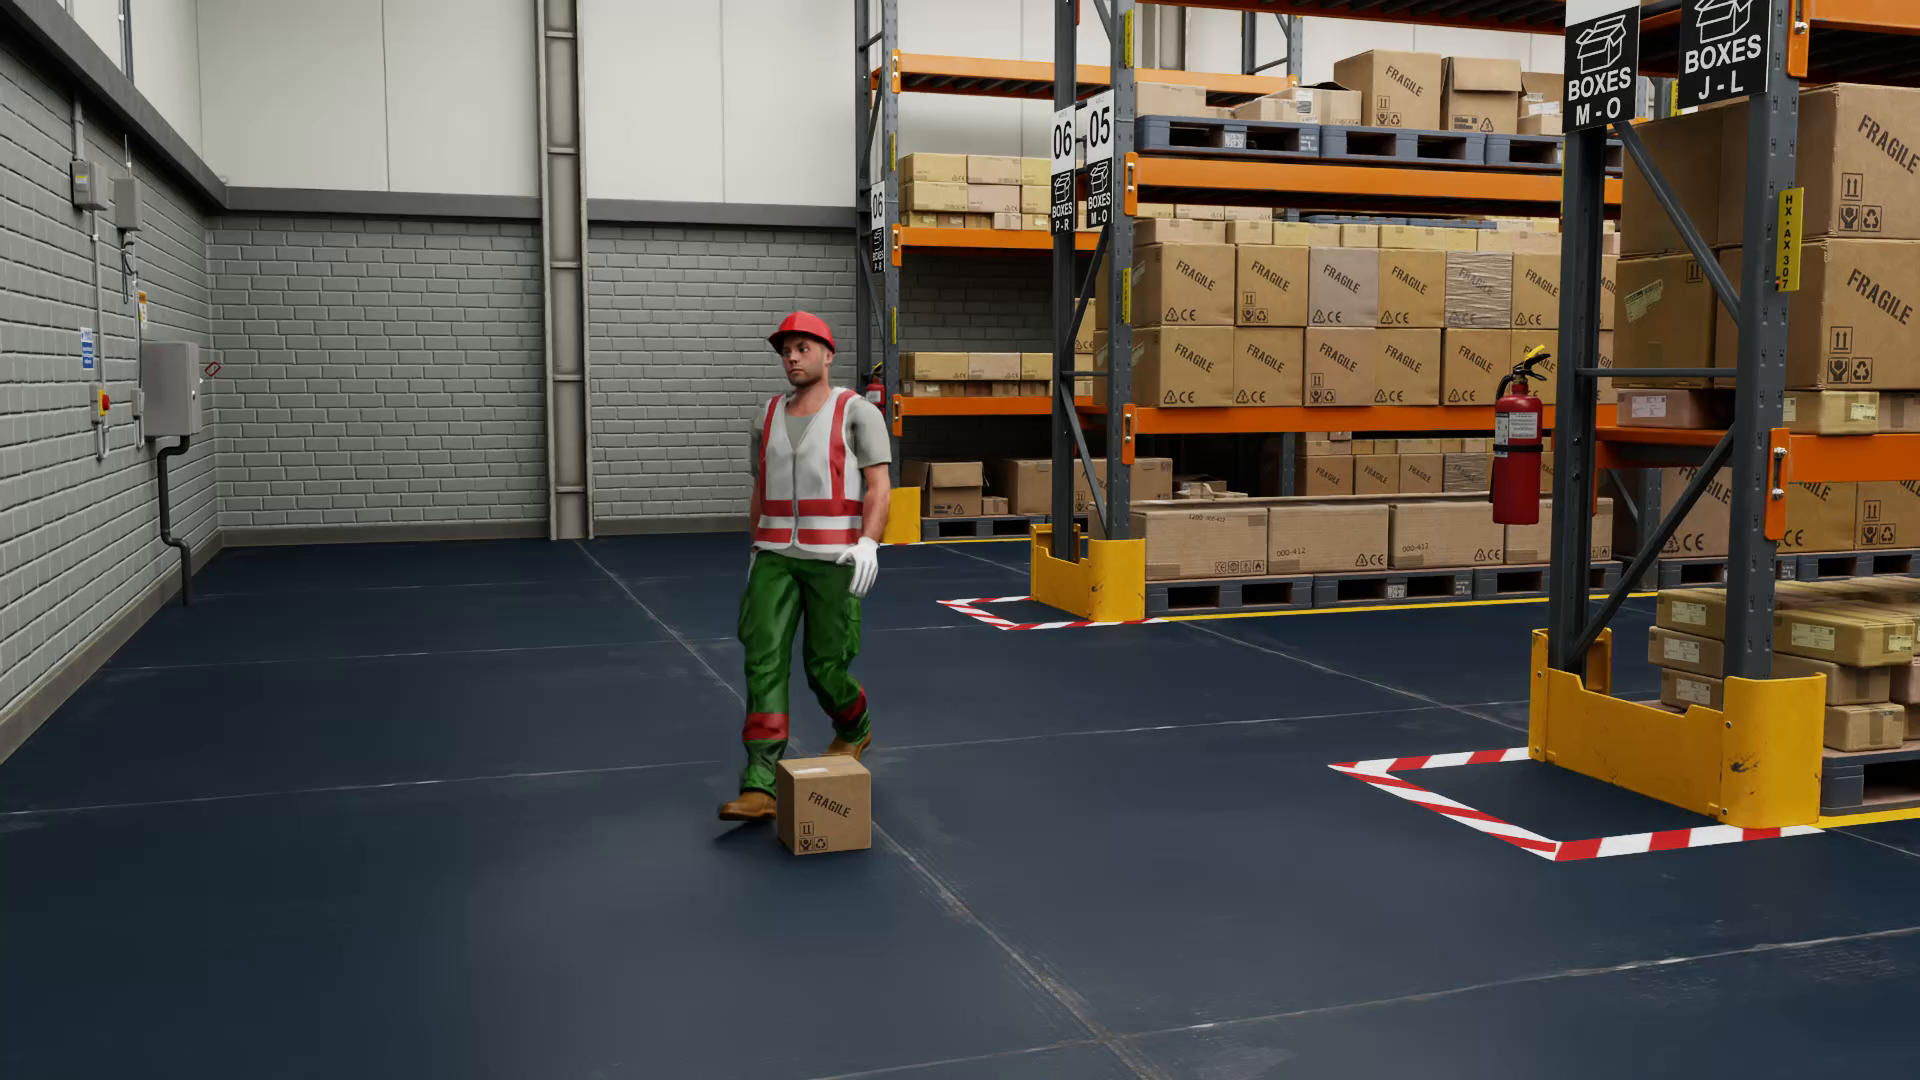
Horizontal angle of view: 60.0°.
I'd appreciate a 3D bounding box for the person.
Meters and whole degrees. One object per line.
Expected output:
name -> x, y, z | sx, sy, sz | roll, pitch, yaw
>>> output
person -> -0.563, 0.073, 5.720 | 0.603, 1.725, 0.945 | 2, 6, 16
